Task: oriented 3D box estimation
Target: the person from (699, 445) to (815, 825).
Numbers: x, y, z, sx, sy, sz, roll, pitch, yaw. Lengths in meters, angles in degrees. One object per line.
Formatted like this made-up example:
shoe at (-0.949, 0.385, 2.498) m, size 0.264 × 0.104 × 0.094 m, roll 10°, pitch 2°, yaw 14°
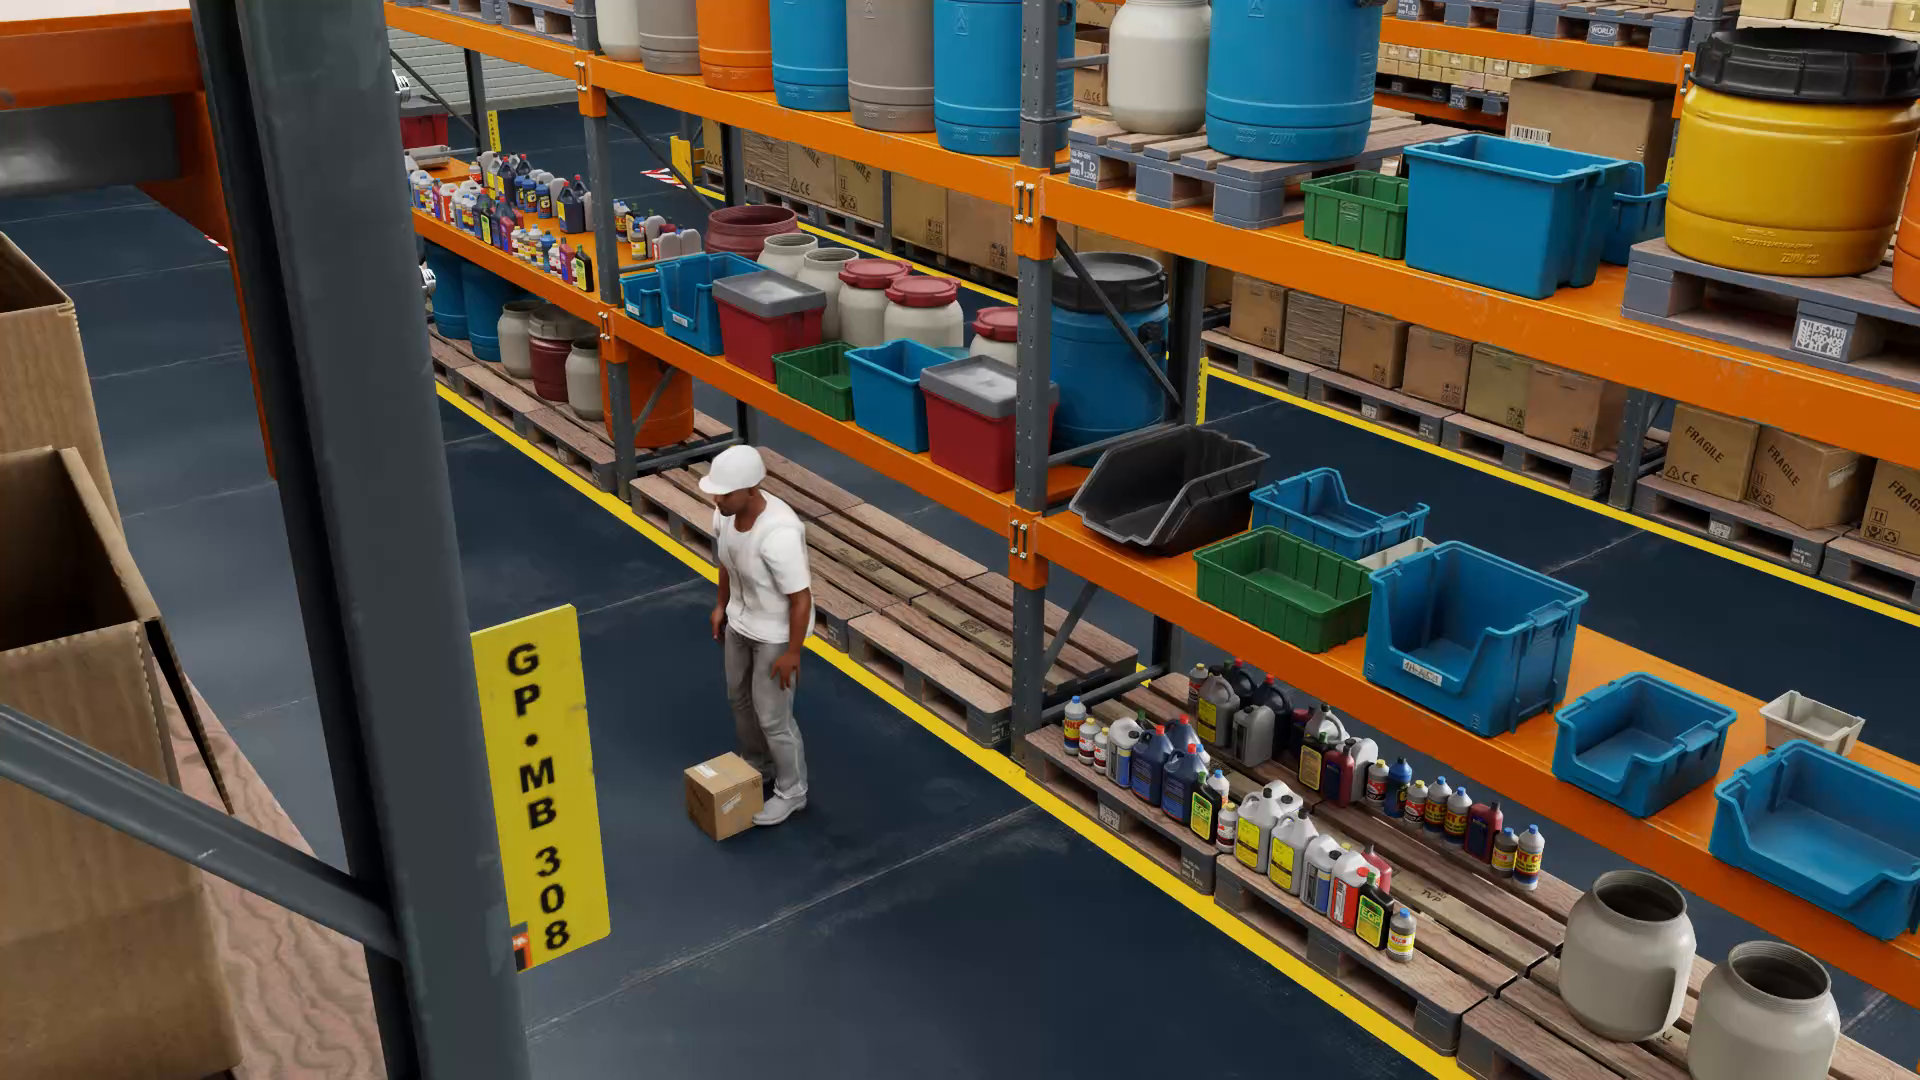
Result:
person at (-0.881, 0.394, 7.222) m, size 0.463 × 1.760 × 0.631 m, roll -18°, pitch 30°, yaw -35°
